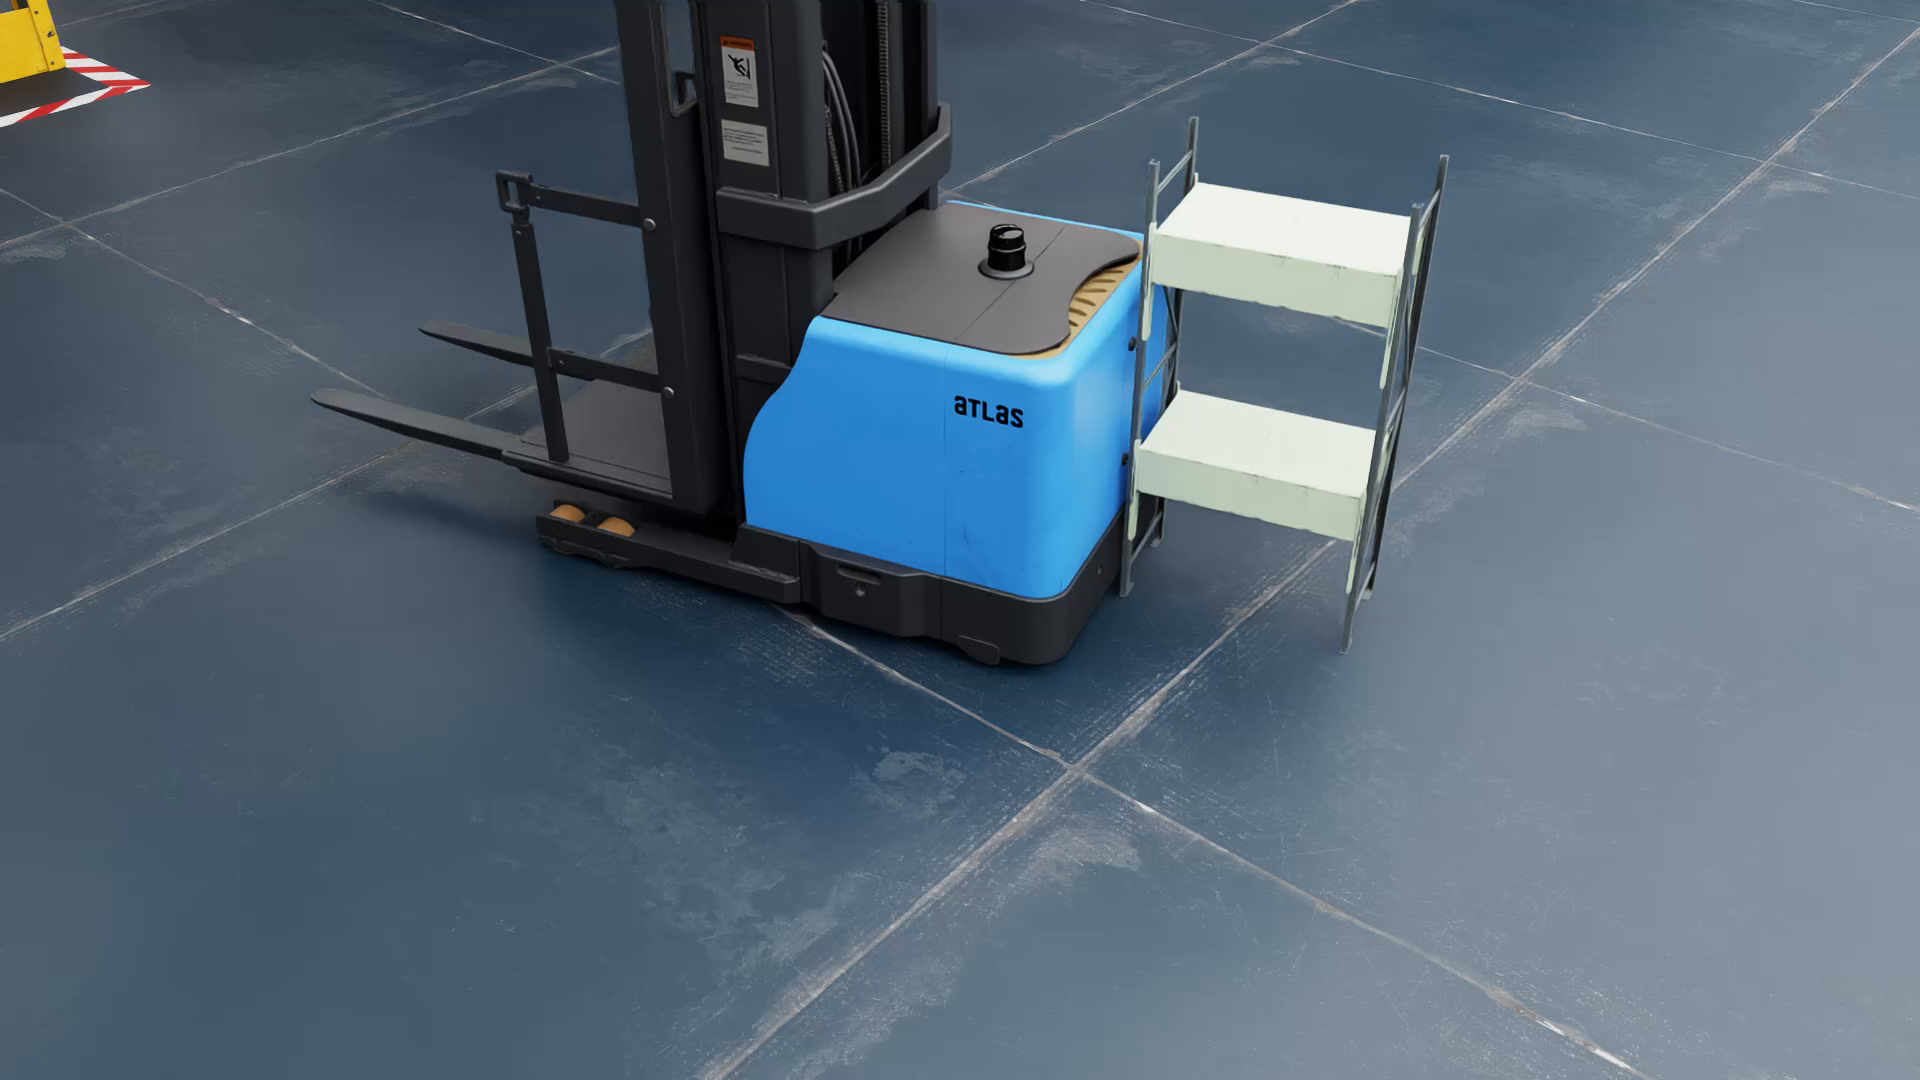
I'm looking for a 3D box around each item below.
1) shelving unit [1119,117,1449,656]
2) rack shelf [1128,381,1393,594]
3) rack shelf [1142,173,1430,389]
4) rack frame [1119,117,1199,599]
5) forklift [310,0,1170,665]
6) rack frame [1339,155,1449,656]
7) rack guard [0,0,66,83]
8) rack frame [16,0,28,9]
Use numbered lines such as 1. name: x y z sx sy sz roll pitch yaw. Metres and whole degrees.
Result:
1. shelving unit: 0.950 -0.445 5.074 0.755 1.500 0.431 14 37 20
2. rack shelf: 0.950 -0.177 5.258 0.720 0.370 0.431 14 37 20
3. rack shelf: 0.950 -0.767 4.853 0.720 0.370 0.431 14 37 20
4. rack frame: 0.616 -0.530 5.197 0.023 1.500 0.400 14 37 20
5. forklift: -0.880 -1.371 5.157 3.031 2.935 1.130 14 37 20
6. rack frame: 1.284 -0.361 4.950 0.023 1.500 0.400 14 37 20
7. rack guard: -5.765 -2.816 9.409 0.348 0.500 1.175 25 42 32
8. rack frame: -5.676 -3.840 8.691 0.127 3.000 1.000 25 42 32
